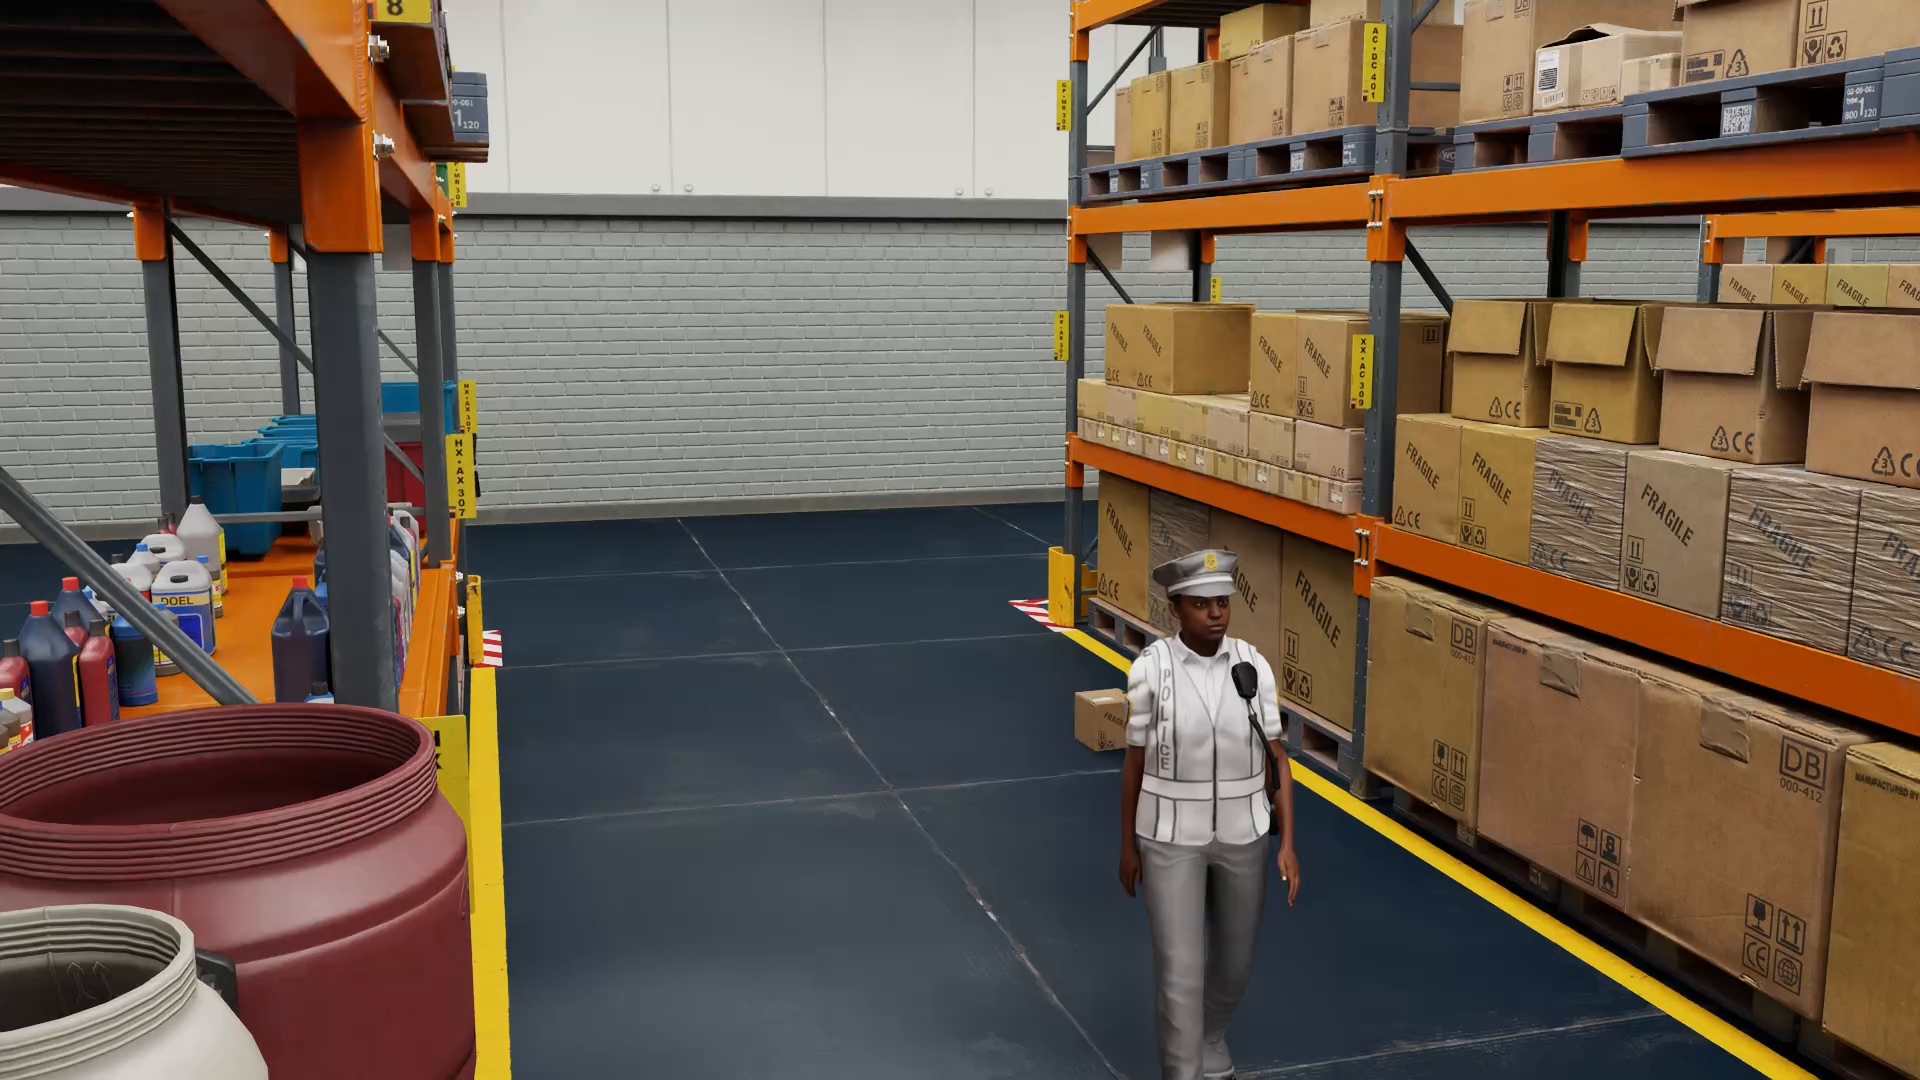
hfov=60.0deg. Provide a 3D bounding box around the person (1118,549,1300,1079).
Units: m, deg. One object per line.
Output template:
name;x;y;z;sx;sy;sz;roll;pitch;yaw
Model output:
person;0.706;0.845;4.650;0.467;1.650;0.853;-1;9;-6
